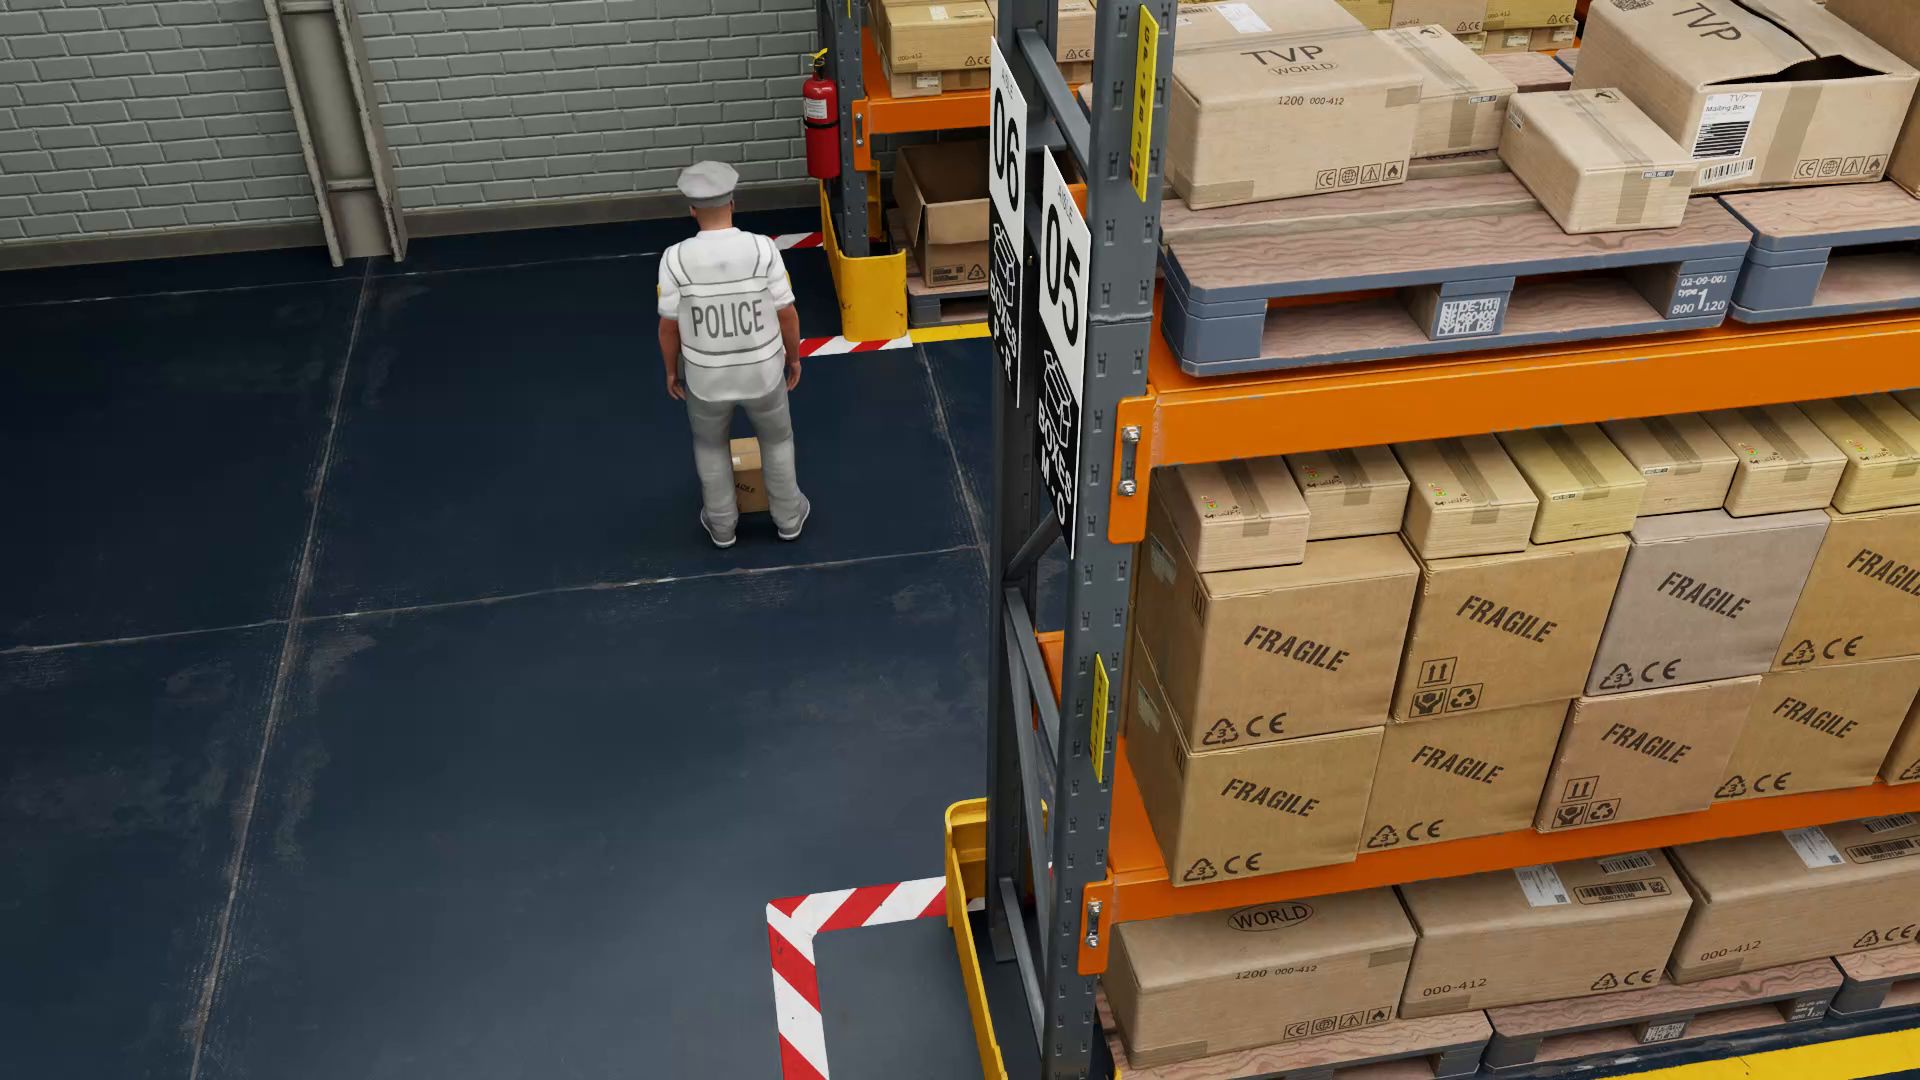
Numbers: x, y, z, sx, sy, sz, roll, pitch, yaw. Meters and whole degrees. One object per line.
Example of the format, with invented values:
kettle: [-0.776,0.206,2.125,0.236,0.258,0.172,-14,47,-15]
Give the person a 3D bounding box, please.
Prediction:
person: [-0.961,-0.721,7.056,0.585,1.748,0.434,-6,39,-8]
